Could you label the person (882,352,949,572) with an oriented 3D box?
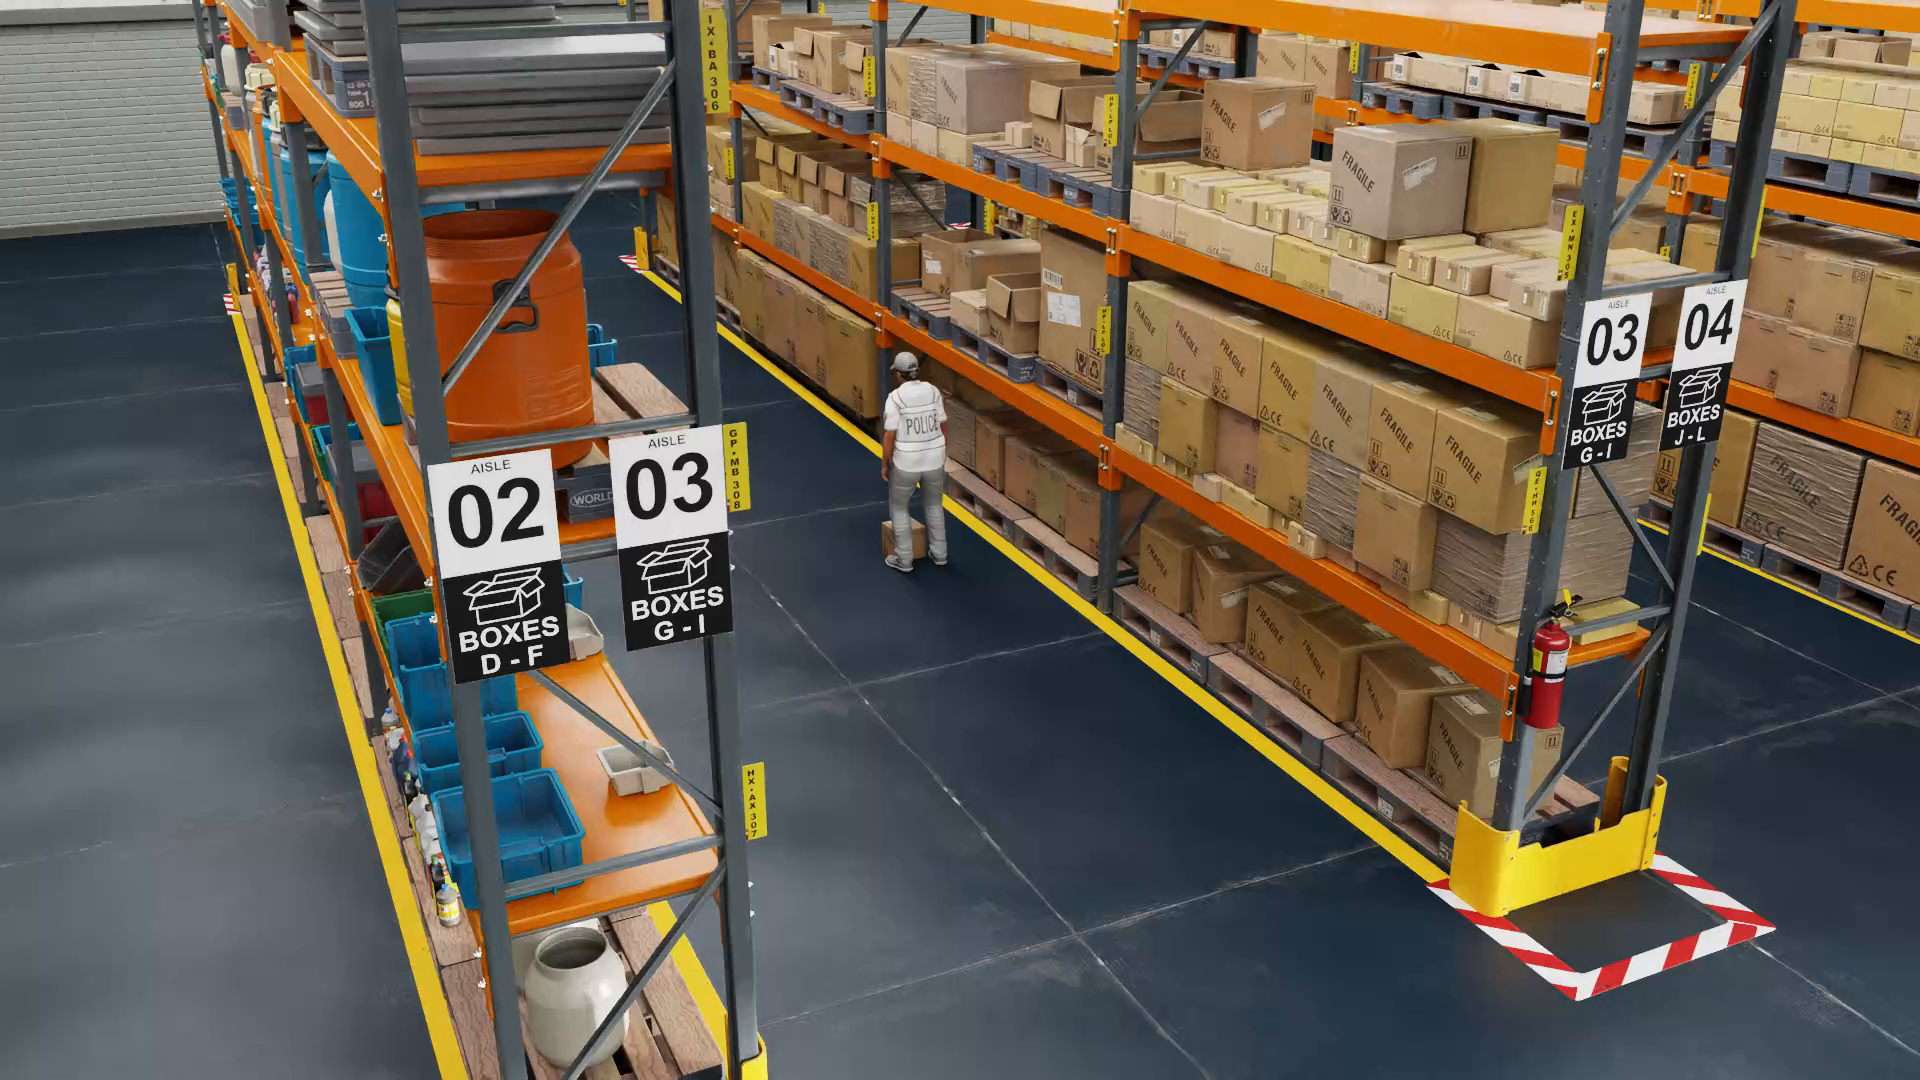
[{"bbox_3d":[-0.333,-0.585,12.415,0.539,1.667,0.466,-10,24,-23],"label":"person"}]
